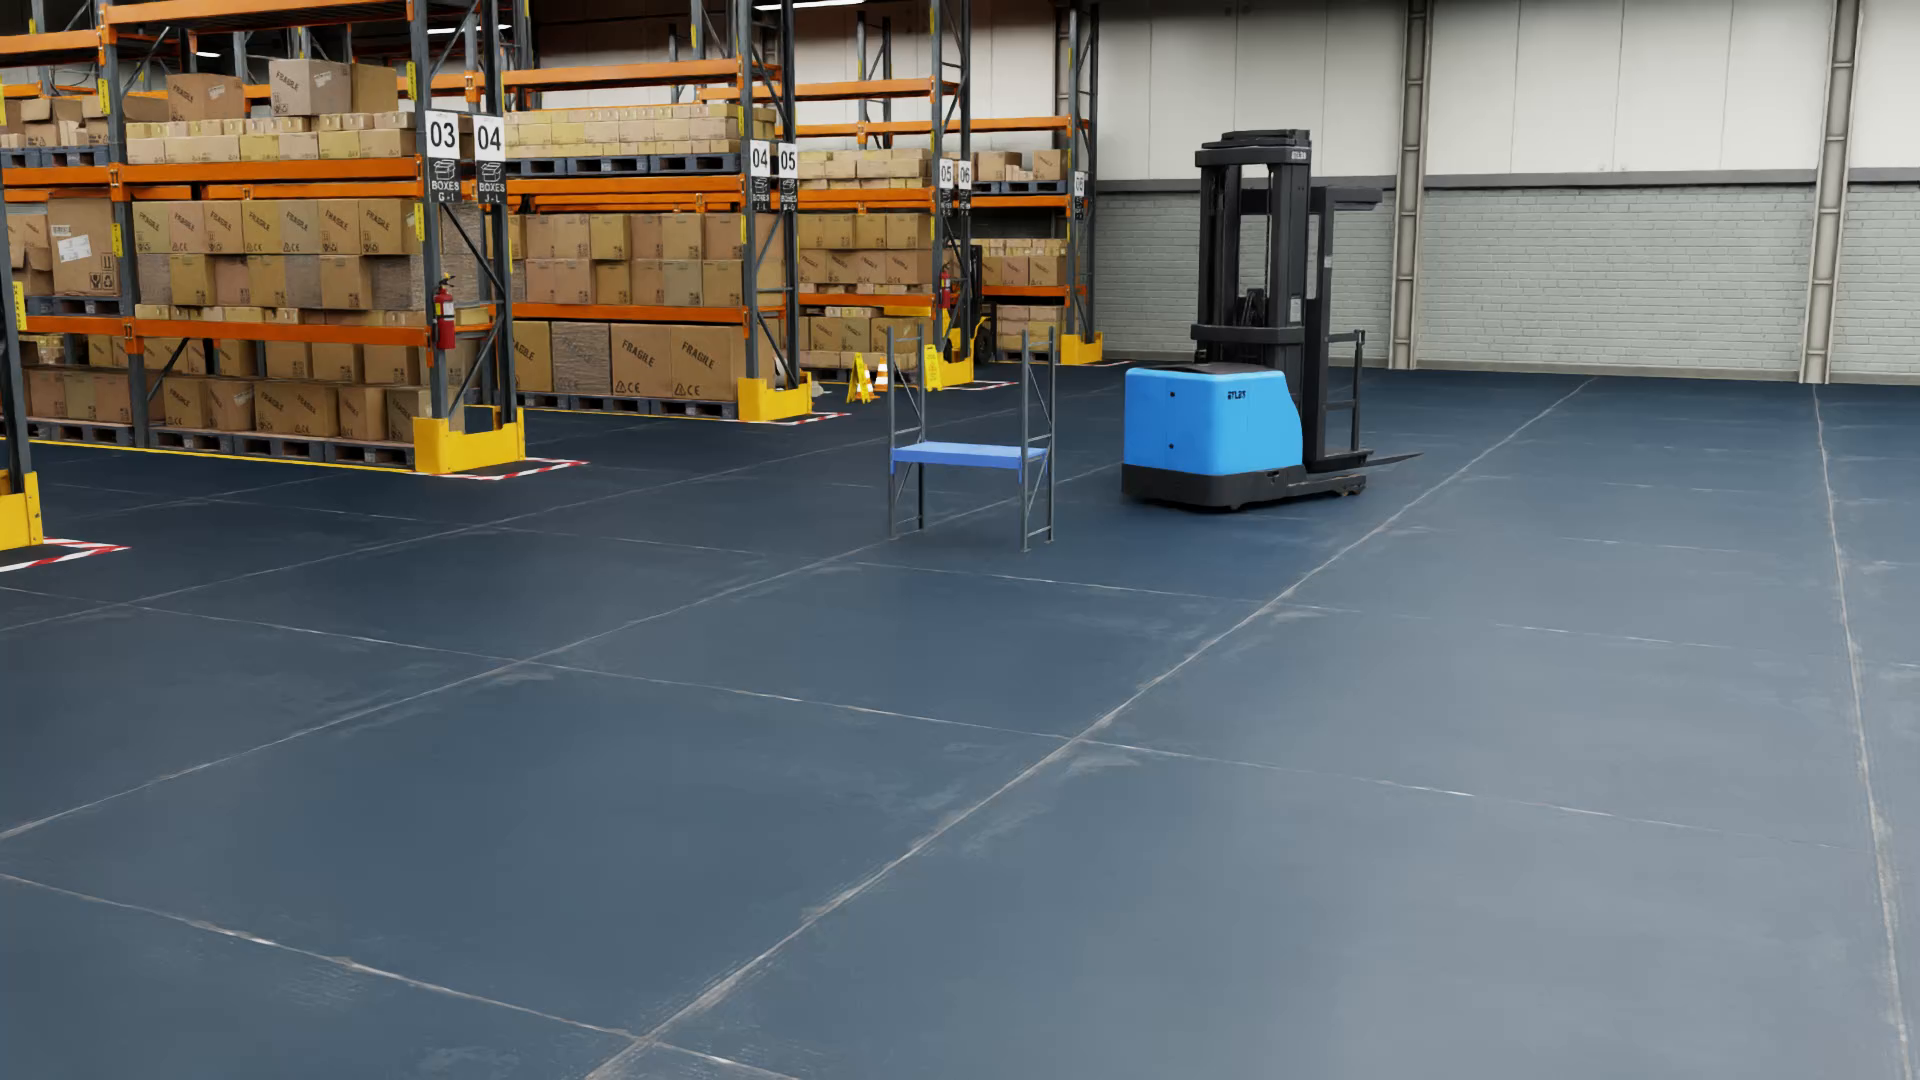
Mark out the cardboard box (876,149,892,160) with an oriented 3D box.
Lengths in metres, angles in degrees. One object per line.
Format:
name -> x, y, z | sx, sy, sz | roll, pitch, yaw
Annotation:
cardboard box -> -1.008, -5.520, 23.850 | 0.250, 0.149, 0.380 | 5, 11, 25

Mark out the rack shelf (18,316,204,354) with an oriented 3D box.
rack shelf -> -9.888, -2.288, 17.969 | 4.000, 0.370, 1.077 | 5, 11, 26

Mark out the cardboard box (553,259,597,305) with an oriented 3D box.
cardboard box -> -4.538, -3.214, 20.645 | 0.550, 0.550, 0.875 | 5, 11, 26

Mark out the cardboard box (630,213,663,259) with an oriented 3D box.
cardboard box -> -3.514, -3.688, 20.233 | 0.550, 0.550, 0.875 | 5, 11, 26

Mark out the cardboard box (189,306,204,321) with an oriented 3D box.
cardboard box -> -7.351, -2.240, 16.392 | 0.250, 0.149, 0.380 | 5, 11, 26

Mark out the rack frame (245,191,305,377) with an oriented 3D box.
rack frame -> -9.396, -3.584, 23.109 | 0.127, 3.000, 1.000 | 5, 11, 26

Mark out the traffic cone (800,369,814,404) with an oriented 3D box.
traffic cone -> -2.070, -1.974, 21.336 | 0.334, 0.463, 0.336 | 5, 11, 26

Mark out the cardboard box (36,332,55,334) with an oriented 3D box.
cardboard box -> -14.106, -3.149, 25.862 | 0.250, 0.149, 0.380 | 5, 12, 27

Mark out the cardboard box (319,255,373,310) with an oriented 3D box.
cardboard box -> -5.490, -2.433, 15.633 | 0.500, 0.500, 0.875 | 5, 11, 26

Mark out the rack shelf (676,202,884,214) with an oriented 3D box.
rack shelf -> -3.310, -6.140, 30.829 | 4.000, 0.370, 1.077 | 5, 11, 26

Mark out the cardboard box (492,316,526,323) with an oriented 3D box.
cardboard box -> -7.879, -3.611, 28.047 | 0.875, 0.875, 0.875 | 5, 11, 25

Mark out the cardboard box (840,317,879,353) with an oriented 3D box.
cardboard box -> -1.426, -3.037, 24.521 | 0.500, 0.500, 0.500 | 6, 12, 28

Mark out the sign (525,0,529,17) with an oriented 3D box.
sign -> -5.542, -6.845, 21.215 | 0.005, 0.325, 0.100 | 5, 11, 26

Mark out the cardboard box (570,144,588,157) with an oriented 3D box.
cardboard box -> -4.490, -4.694, 20.065 | 0.250, 0.149, 0.380 | 5, 11, 26

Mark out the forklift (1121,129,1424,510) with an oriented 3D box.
forklift -> 2.752, -1.864, 13.800 | 3.031, 2.935, 1.130 | -9, 13, -40

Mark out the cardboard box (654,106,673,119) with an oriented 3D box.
cardboard box -> -3.360, -4.987, 19.444 | 0.250, 0.149, 0.380 | 5, 12, 27

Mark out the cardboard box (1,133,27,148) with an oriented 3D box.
cardboard box -> -9.820, -4.184, 17.479 | 0.250, 0.166, 0.380 | 5, 11, 24

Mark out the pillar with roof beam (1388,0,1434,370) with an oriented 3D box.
pillar with roof beam -> 5.321, -6.535, 22.572 | 0.400, 9.000, 9.100 | 5, 11, 26

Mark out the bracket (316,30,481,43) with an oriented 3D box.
bracket -> -11.756, -10.592, 34.877 | 4.783, 0.066, 0.076 | 5, 11, 26

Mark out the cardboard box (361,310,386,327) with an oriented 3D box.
cardboard box -> -5.325, -2.066, 15.430 | 0.250, 0.149, 0.380 | 5, 11, 26

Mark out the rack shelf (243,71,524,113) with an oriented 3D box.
rack shelf -> -7.603, -5.827, 21.803 | 4.000, 0.370, 1.077 | 5, 11, 26

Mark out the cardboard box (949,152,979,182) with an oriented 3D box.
cardboard box -> 0.184, -6.472, 28.897 | 0.637, 0.503, 0.797 | 5, 12, 28

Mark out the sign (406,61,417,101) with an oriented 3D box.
sign -> -4.771, -3.994, 14.466 | 0.005, 0.325, 0.100 | 5, 11, 26

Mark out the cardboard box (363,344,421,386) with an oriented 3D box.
cardboard box -> -7.269, -2.479, 22.144 | 0.750, 0.750, 1.050 | 5, 11, 26

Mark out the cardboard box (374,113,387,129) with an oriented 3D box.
cardboard box -> -5.076, -3.779, 15.066 | 0.250, 0.149, 0.380 | 5, 11, 24

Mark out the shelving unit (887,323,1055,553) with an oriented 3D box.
shelving unit -> 0.077, -0.731, 11.560 | 1.048, 1.500, 0.538 | 5, 11, 26

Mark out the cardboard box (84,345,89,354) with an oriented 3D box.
cardboard box -> -13.167, -2.929, 25.480 | 0.250, 0.149, 0.380 | 6, 12, 28

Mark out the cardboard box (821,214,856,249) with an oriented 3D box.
cardboard box -> -1.631, -4.510, 24.301 | 0.500, 0.500, 0.700 | 5, 11, 25

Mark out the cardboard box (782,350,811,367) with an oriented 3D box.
cardboard box -> -2.339, -2.749, 25.040 | 0.500, 0.250, 0.500 | 5, 11, 25

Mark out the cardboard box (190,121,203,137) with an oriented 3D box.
cardboard box -> -7.197, -3.961, 16.070 | 0.250, 0.149, 0.380 | 5, 12, 28

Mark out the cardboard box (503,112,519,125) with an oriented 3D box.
cardboard box -> -5.404, -5.166, 20.436 | 0.250, 0.149, 0.380 | 5, 11, 25

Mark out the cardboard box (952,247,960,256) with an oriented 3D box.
cardboard box -> 0.031, -5.036, 29.033 | 0.250, 0.149, 0.380 | 5, 11, 25

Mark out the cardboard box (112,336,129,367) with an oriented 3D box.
cardboard box -> -11.963, -2.734, 24.251 | 0.500, 0.500, 0.500 | 6, 12, 28

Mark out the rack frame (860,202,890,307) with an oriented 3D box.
rack frame -> -1.517, -4.860, 30.161 | 0.127, 3.000, 1.000 | 5, 11, 26

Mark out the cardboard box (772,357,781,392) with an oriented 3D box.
cardboard box -> -2.818, -2.257, 22.791 | 0.637, 0.503, 0.797 | -2, 11, -14

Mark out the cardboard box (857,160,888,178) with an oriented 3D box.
cardboard box -> -1.145, -5.340, 23.974 | 0.500, 0.250, 0.500 | 5, 11, 25

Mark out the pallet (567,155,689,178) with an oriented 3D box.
pallet -> -3.990, -4.538, 20.210 | 1.213, 0.211, 1.003 | 5, 11, 26

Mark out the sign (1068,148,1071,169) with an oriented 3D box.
sign -> 1.818, -6.332, 27.608 | 0.005, 0.325, 0.100 | 5, 11, 26

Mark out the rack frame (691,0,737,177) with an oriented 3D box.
rack frame -> -3.710, -7.019, 25.245 | 0.127, 3.000, 1.000 | 5, 11, 26

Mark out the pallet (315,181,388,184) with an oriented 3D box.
pallet -> -7.791, -4.837, 22.141 | 1.213, 0.211, 1.003 | 6, 12, 28

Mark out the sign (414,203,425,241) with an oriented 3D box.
sign -> -4.771, -2.807, 14.680 | 0.005, 0.325, 0.100 | 5, 11, 26

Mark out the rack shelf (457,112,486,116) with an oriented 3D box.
rack shelf -> -9.090, -6.941, 27.957 | 4.000, 0.370, 1.077 | 5, 11, 26

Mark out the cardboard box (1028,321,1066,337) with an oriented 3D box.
cardboard box -> 1.496, -3.633, 28.518 | 0.500, 0.250, 0.500 | 5, 11, 25

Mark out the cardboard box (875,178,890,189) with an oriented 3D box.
cardboard box -> -1.027, -5.128, 23.927 | 0.250, 0.149, 0.380 | 5, 12, 28

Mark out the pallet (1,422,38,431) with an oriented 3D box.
pallet -> -10.981, -1.366, 18.683 | 1.213, 0.211, 1.003 | 5, 11, 26

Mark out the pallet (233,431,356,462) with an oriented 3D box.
pallet -> -6.378, -0.969, 16.491 | 1.213, 0.211, 1.003 | 5, 11, 26

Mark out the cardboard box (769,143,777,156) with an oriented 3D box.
cardboard box -> -2.388, -4.640, 19.767 | 0.250, 0.149, 0.380 | 5, 11, 26

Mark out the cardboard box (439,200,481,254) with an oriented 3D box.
cardboard box -> -4.880, -2.944, 15.648 | 0.500, 0.500, 0.500 | 5, 11, 26

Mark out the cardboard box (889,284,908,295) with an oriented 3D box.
cardboard box -> -0.829, -3.626, 24.046 | 0.250, 0.149, 0.380 | 5, 11, 25

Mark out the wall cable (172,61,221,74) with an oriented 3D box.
wall cable -> -16.773, -12.144, 37.943 | 0.133, 3.039, 2.988 | 5, 11, 26

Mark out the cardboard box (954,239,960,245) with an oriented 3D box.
cardboard box -> 0.060, -5.197, 29.083 | 0.250, 0.149, 0.380 | 5, 11, 26

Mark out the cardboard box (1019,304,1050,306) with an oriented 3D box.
cardboard box -> 1.274, -3.997, 29.129 | 0.500, 0.250, 0.500 | 5, 11, 26

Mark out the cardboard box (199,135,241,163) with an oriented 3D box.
cardboard box -> -6.887, -3.728, 15.907 | 0.500, 0.250, 0.500 | 5, 11, 24

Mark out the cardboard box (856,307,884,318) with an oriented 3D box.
cardboard box -> -1.315, -3.333, 24.340 | 0.250, 0.149, 0.380 | 5, 12, 27
